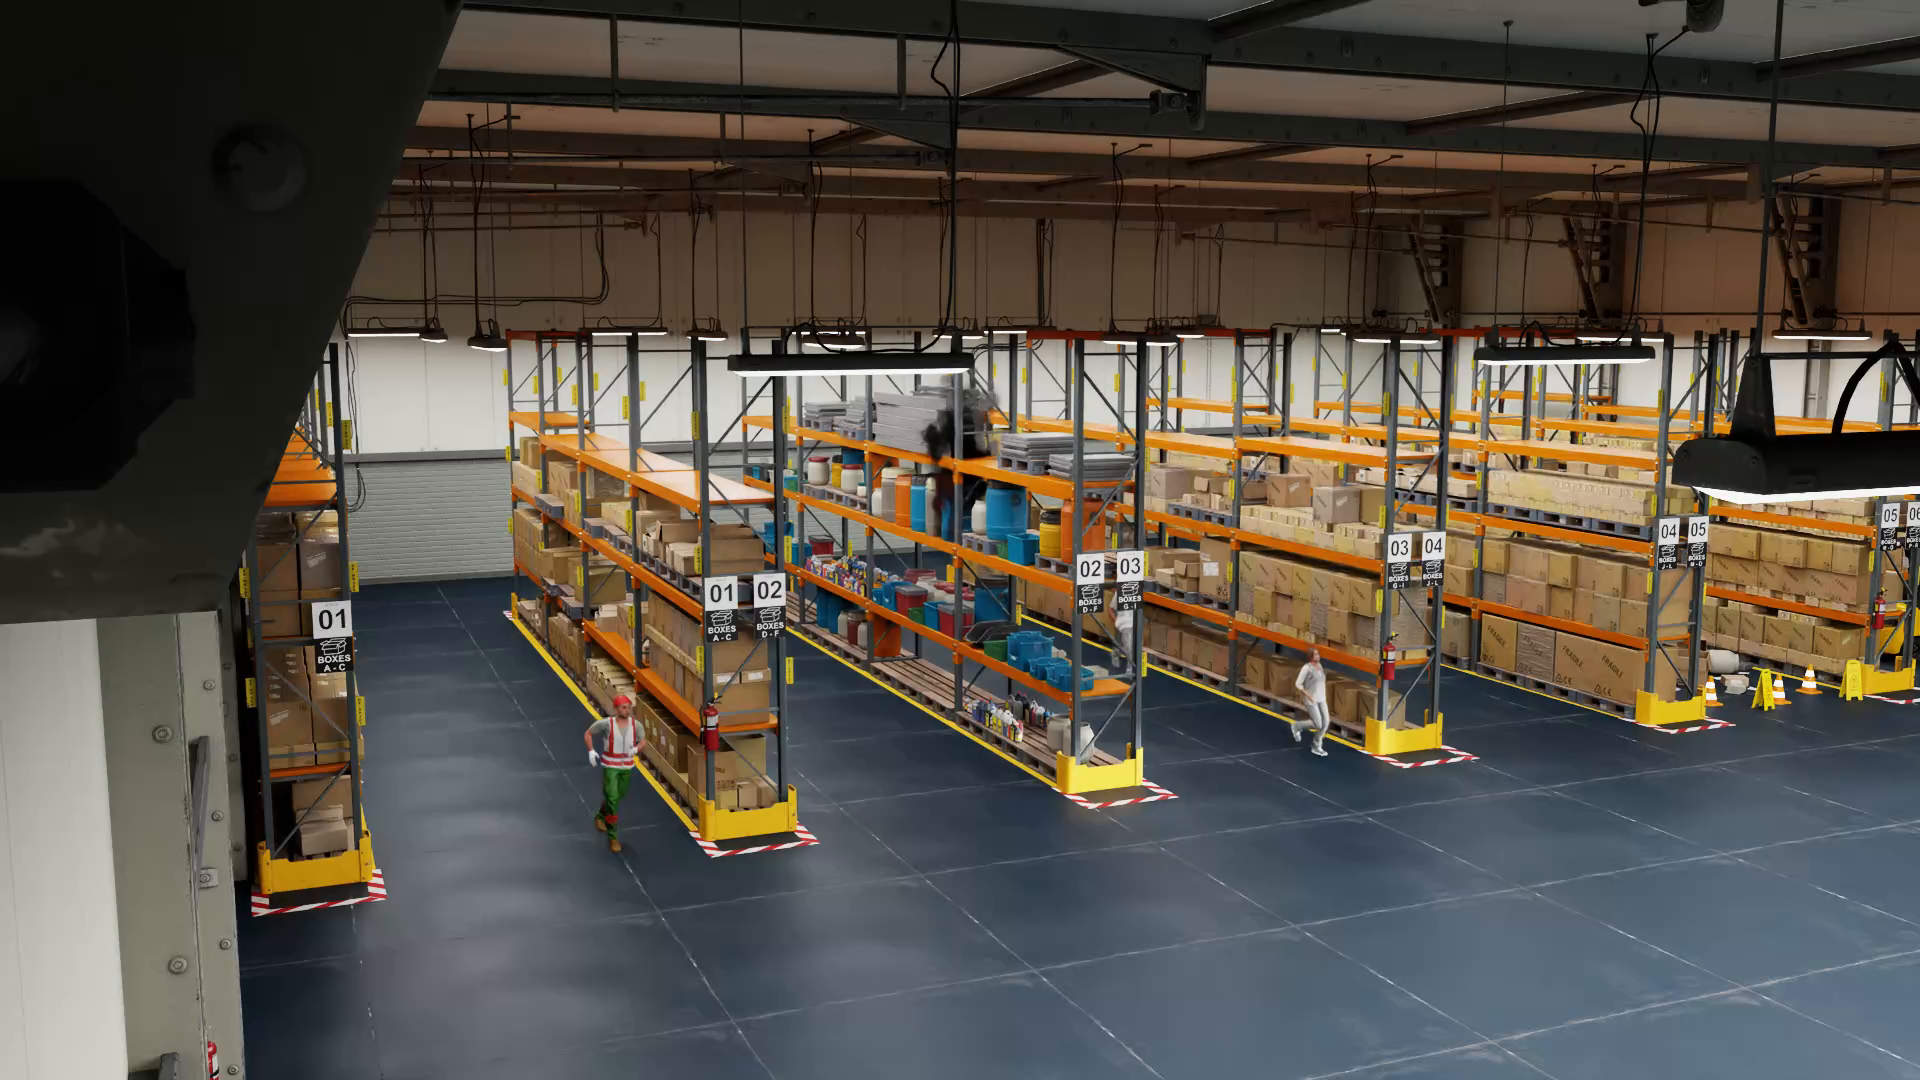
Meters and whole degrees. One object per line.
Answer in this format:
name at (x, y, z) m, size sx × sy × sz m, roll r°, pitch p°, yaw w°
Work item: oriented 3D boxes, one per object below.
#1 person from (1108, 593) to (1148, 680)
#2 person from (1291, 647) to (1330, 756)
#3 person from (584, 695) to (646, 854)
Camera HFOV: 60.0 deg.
person at (2.785, 1.434, 27.593) m, size 0.689 × 1.747 × 0.602 m, roll -5°, pitch 9°, yaw -31°
person at (5.075, 2.306, 23.927) m, size 0.534 × 1.541 × 0.584 m, roll -6°, pitch 10°, yaw -39°
person at (-4.100, 2.756, 19.986) m, size 0.710 × 1.798 × 0.902 m, roll -6°, pitch 10°, yaw -36°
